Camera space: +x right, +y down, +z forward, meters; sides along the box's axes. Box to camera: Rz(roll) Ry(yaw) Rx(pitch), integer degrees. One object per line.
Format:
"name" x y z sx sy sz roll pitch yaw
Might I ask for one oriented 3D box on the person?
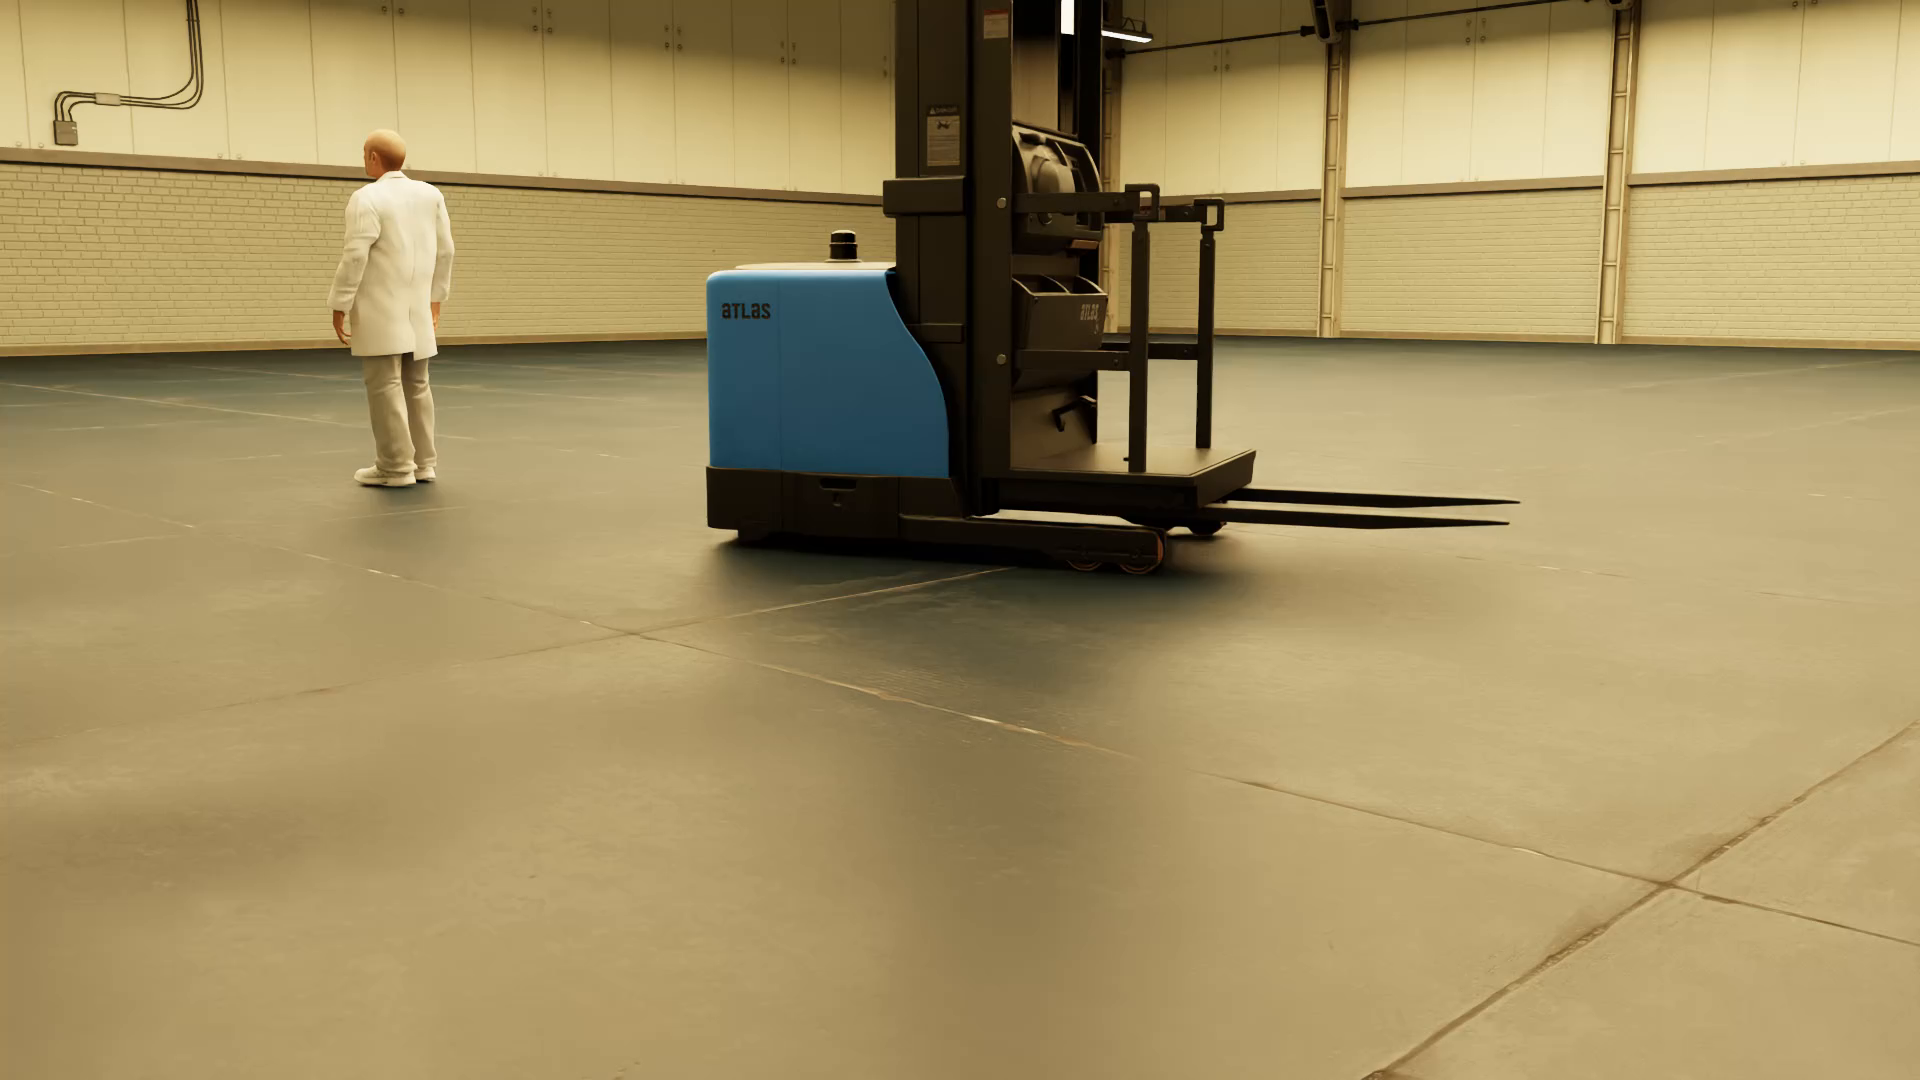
"person" -2.949 -1.169 8.466 0.581 1.775 0.695 6 10 34

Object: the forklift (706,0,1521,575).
"forklift" 0.565 -1.416 6.275 3.031 2.935 1.130 3 9 22
